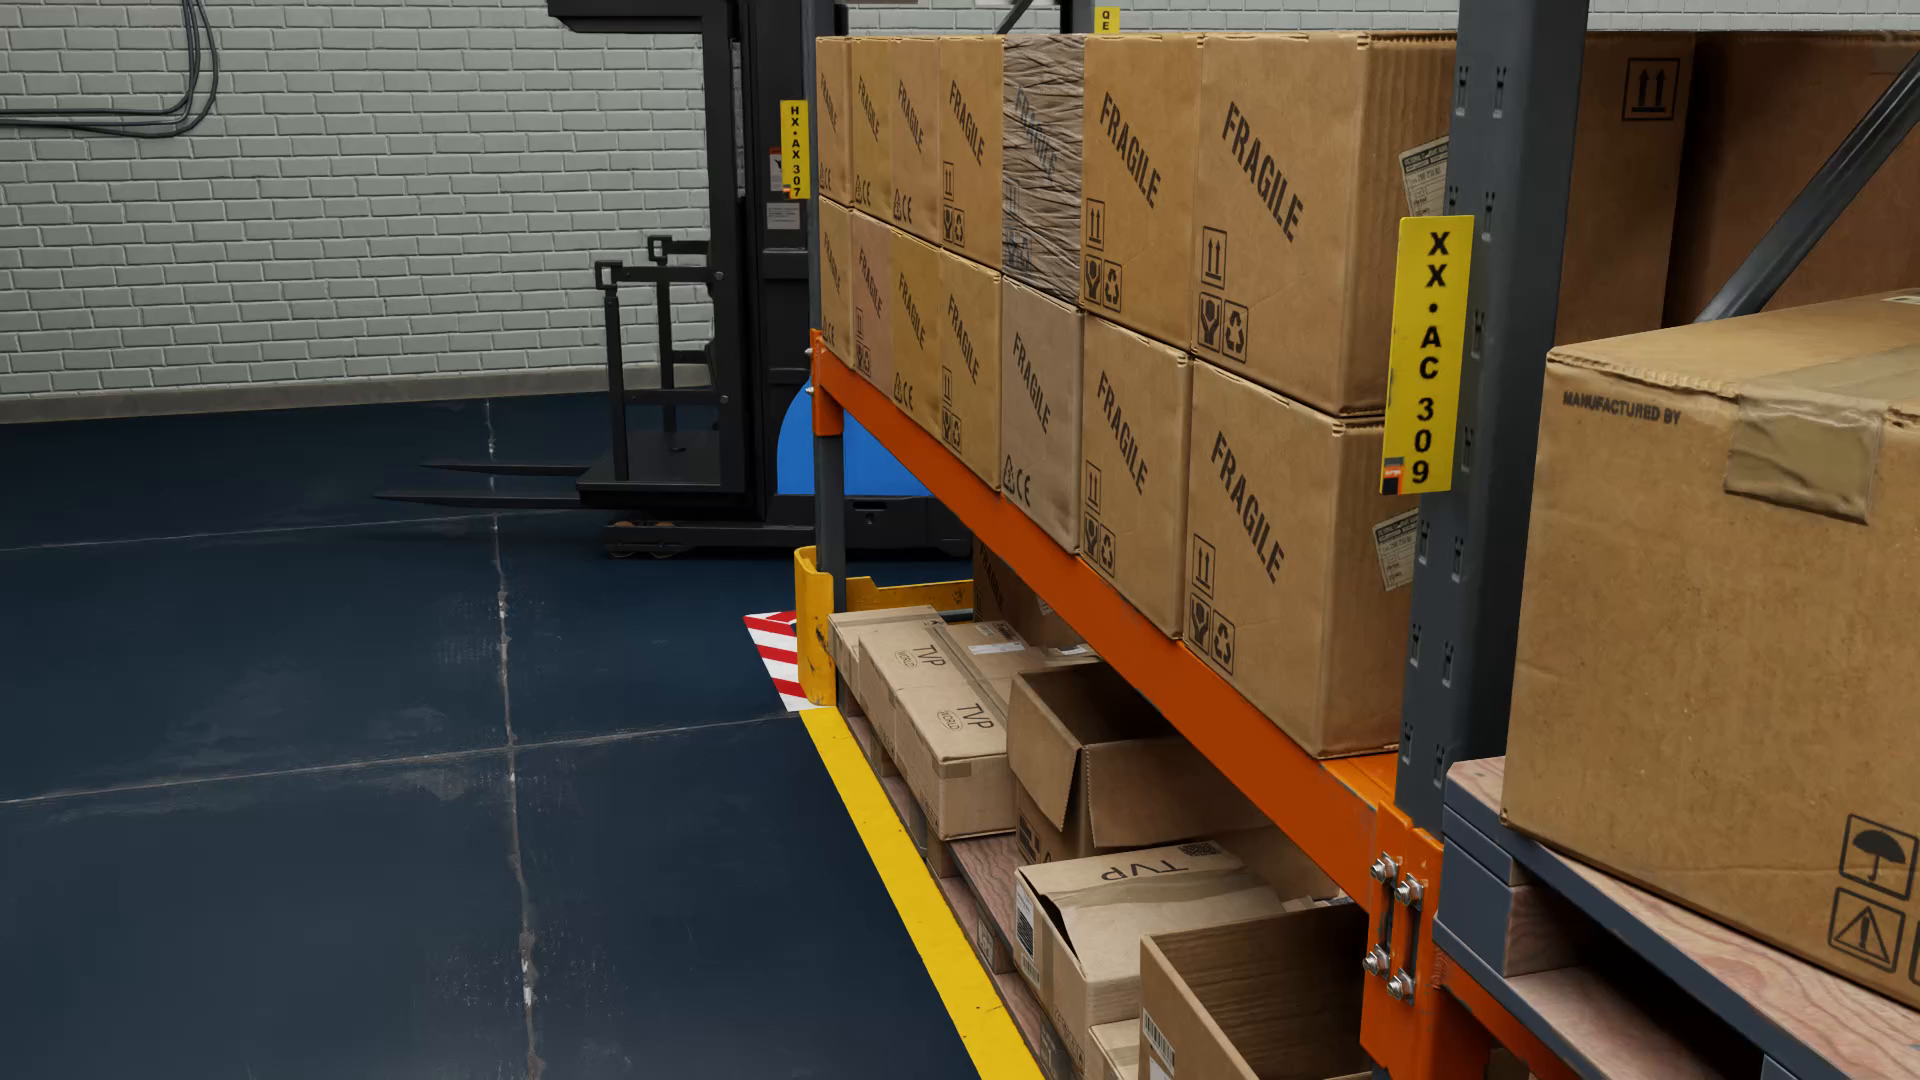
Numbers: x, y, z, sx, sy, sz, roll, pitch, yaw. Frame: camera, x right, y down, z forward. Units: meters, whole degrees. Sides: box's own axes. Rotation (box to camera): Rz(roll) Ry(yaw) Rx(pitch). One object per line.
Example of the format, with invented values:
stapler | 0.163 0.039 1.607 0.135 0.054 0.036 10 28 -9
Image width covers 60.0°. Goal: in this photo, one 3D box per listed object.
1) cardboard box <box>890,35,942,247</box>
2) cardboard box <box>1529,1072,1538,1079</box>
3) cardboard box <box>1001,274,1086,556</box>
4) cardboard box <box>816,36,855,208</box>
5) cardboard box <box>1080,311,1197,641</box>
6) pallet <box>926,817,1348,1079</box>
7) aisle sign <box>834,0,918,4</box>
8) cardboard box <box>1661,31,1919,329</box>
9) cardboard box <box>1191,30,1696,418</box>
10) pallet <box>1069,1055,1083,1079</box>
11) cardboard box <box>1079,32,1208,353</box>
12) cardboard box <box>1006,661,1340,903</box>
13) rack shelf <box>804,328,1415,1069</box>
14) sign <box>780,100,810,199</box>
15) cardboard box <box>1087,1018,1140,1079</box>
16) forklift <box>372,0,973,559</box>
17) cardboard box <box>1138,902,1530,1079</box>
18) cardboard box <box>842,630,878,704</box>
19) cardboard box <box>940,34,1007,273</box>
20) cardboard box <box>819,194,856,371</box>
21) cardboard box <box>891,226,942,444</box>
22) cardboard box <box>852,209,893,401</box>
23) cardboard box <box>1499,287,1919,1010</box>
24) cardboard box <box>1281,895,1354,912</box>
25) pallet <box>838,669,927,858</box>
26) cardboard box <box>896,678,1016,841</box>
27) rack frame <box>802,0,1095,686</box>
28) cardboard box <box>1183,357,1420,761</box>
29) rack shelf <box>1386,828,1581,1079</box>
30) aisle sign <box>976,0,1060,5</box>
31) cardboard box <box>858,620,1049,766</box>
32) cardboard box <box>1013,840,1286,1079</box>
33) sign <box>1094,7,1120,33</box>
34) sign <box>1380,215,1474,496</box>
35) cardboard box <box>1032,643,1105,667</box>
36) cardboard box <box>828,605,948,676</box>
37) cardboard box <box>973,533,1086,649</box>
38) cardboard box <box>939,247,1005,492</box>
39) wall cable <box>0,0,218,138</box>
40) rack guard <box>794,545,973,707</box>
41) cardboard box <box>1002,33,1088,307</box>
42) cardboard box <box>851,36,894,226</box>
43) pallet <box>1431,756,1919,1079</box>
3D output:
cardboard box | 0.120 -1.050 4.322 0.500 0.500 0.500 -4 17 -14
cardboard box | 1.160 1.101 2.983 0.500 0.311 0.500 -5 17 -15
cardboard box | 0.397 -0.293 3.541 0.500 0.500 0.500 -4 17 -14
cardboard box | -0.164 -1.333 5.263 0.500 0.500 0.500 -4 17 -14
cardboard box | 0.540 -0.151 3.069 0.500 0.500 0.500 -4 17 -14
pallet | 0.540 0.964 4.375 1.003 0.211 1.213 -5 17 -15
aisle sign | -0.333 -2.190 5.511 0.394 0.787 0.004 -5 17 -15
cardboard box | 1.208 -0.522 2.565 0.500 0.500 0.500 -4 17 -14
cardboard box | 0.679 -0.489 2.455 0.500 0.500 0.500 -5 17 -15
pallet | 0.879 1.302 3.250 1.003 0.211 1.213 -5 17 -15
cardboard box | 0.536 -0.631 2.926 0.500 0.500 0.500 -5 17 -16
cardboard box | 0.546 0.622 4.240 0.797 0.503 0.637 -5 17 -15
rack shelf | 0.517 -0.052 4.161 1.077 0.370 4.000 -5 17 -15
sign | -0.554 -1.321 5.632 0.100 0.325 0.005 -5 17 -15
cardboard box | 0.477 1.077 3.342 0.380 0.149 0.250 -5 17 -15
forklift | -1.253 -1.469 7.747 3.031 2.935 1.130 1 17 3
cardboard box | 0.638 1.008 2.962 0.500 0.500 0.500 -5 17 -15
cardboard box | -0.179 0.409 5.537 0.380 0.166 0.250 -5 17 -15
cardboard box | 0.260 -0.909 3.854 0.500 0.500 0.500 -5 17 -16
cardboard box | -0.164 -0.854 5.407 0.500 0.500 0.500 -4 17 -14
cardboard box | 0.118 -0.572 4.470 0.500 0.500 0.500 -5 17 -15
cardboard box | -0.017 -0.712 4.933 0.500 0.500 0.500 -5 17 -16
cardboard box | 0.982 0.057 1.646 0.700 0.500 0.500 -12 20 -34
cardboard box | 0.912 0.931 3.797 0.380 0.166 0.250 -5 17 -15
pallet | 0.209 0.628 5.496 1.003 0.211 1.213 -5 17 -15
cardboard box | 0.119 0.606 4.735 0.500 0.250 0.500 -5 17 -15
rack frame | -0.032 -0.950 5.899 1.000 3.000 0.127 -5 17 -15
cardboard box | 0.683 -0.009 2.594 0.500 0.500 0.500 -4 17 -14
rack shelf | 1.617 1.055 0.478 1.077 0.370 4.000 -5 17 -15
aisle sign | 0.243 -2.238 5.669 0.394 0.787 0.004 -5 17 -15
cardboard box | -0.018 0.468 5.196 0.500 0.250 0.500 -5 17 -15
cardboard box | 0.432 0.891 3.680 0.500 0.311 0.500 -5 17 -15
sign | 0.507 -1.694 5.815 0.100 0.325 0.005 -5 17 -15
sign | 0.547 -0.213 1.941 0.100 0.325 0.005 -5 17 -15
cardboard box | 0.379 0.447 5.411 0.380 0.166 0.250 -5 17 -15
cardboard box | -0.248 0.348 5.770 0.380 0.149 0.250 -5 17 -15
cardboard box | 0.354 0.168 5.760 0.500 0.500 0.500 -5 17 -15
cardboard box | 0.254 -0.434 4.009 0.500 0.500 0.500 -4 17 -15
wall cable | -6.005 -3.536 9.478 3.097 2.526 0.112 -5 17 -15
rack guard | -0.011 0.269 6.189 1.175 0.500 0.348 -5 17 -15
cardboard box | 0.397 -0.770 3.390 0.500 0.500 0.500 -5 17 -15
cardboard box | -0.013 -1.189 4.784 0.500 0.500 0.500 -5 17 -15
pallet | 1.182 0.478 1.479 1.003 0.211 1.213 -5 17 -15
